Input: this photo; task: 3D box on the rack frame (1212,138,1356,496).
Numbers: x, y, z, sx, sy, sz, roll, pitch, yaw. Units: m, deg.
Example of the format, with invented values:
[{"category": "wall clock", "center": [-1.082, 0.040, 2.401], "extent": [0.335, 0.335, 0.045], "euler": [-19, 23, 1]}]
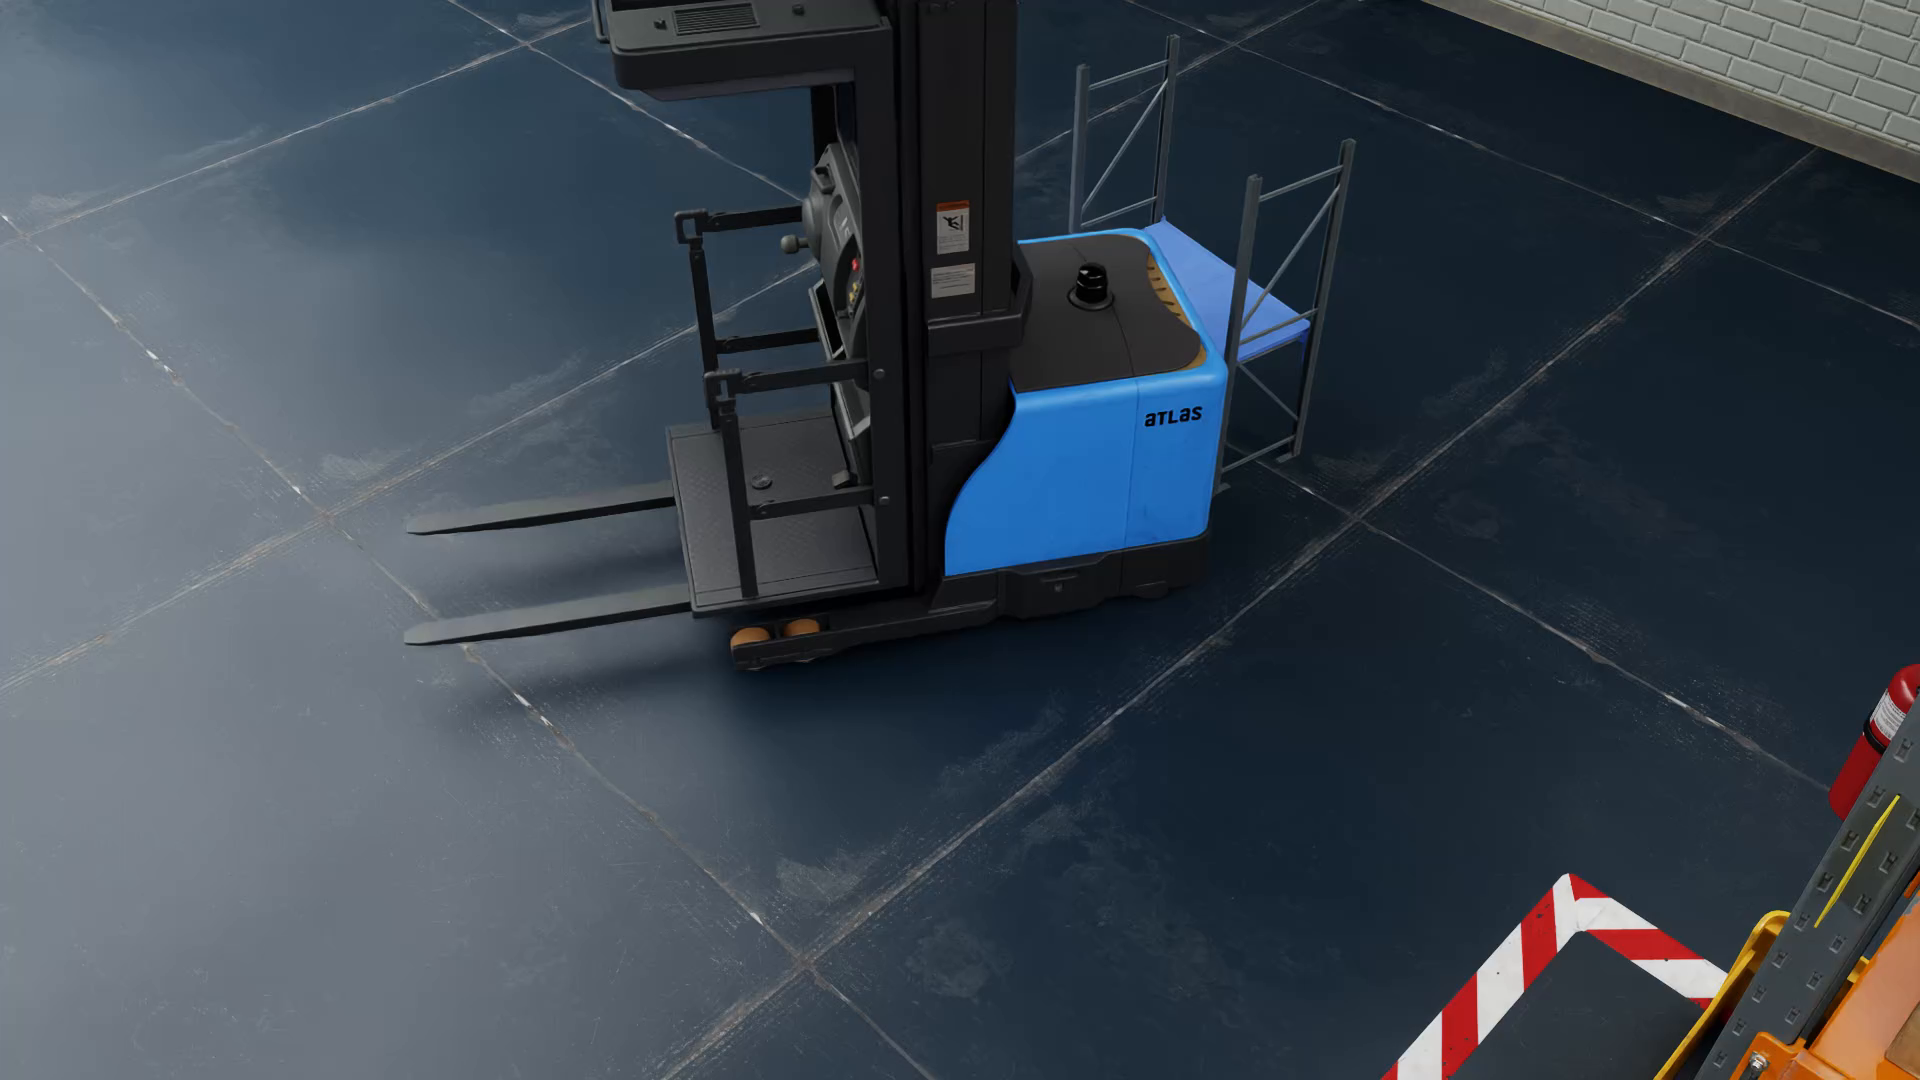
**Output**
[{"category": "rack frame", "center": [1.244, -0.833, 6.546], "extent": [0.500, 1.500, 0.032], "euler": [-25, 48, -24]}]

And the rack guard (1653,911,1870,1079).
[{"category": "rack guard", "center": [2.091, 1.608, 4.642], "extent": [1.175, 0.500, 0.348], "euler": [-34, 53, -31]}]

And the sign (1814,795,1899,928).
[{"category": "sign", "center": [1.711, 0.617, 3.175], "extent": [0.100, 0.325, 0.005], "euler": [-34, 53, -31]}]

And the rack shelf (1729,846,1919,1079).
[{"category": "rack shelf", "center": [3.520, 1.926, 2.985], "extent": [1.077, 0.370, 4.000], "euler": [-34, 53, -31]}]

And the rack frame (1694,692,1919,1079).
[{"category": "rack frame", "center": [2.108, 0.701, 3.781], "extent": [1.000, 3.000, 0.127], "euler": [-34, 53, -31]}]

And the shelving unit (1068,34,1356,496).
[{"category": "shelving unit", "center": [0.961, -1.119, 6.856], "extent": [0.538, 1.500, 1.048], "euler": [-25, 48, -24]}]

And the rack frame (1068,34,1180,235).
[{"category": "rack frame", "center": [0.678, -1.405, 7.166], "extent": [0.500, 1.500, 0.032], "euler": [-25, 48, -24]}]

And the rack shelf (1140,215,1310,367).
[{"category": "rack shelf", "center": [0.961, -0.987, 6.978], "extent": [0.538, 0.185, 1.000], "euler": [-25, 48, -24]}]

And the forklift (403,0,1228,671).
[{"category": "forklift", "center": [-0.609, -0.985, 5.656], "extent": [3.031, 2.935, 1.130], "euler": [-9, 43, -9]}]

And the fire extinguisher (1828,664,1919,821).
[{"category": "fire extinguisher", "center": [2.353, 0.450, 4.110], "extent": [0.296, 0.674, 0.183], "euler": [-34, 53, -31]}]

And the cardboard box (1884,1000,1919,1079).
[{"category": "cardboard box", "center": [2.428, 0.895, 3.498], "extent": [0.700, 0.500, 0.500], "euler": [-34, 53, -31]}]
